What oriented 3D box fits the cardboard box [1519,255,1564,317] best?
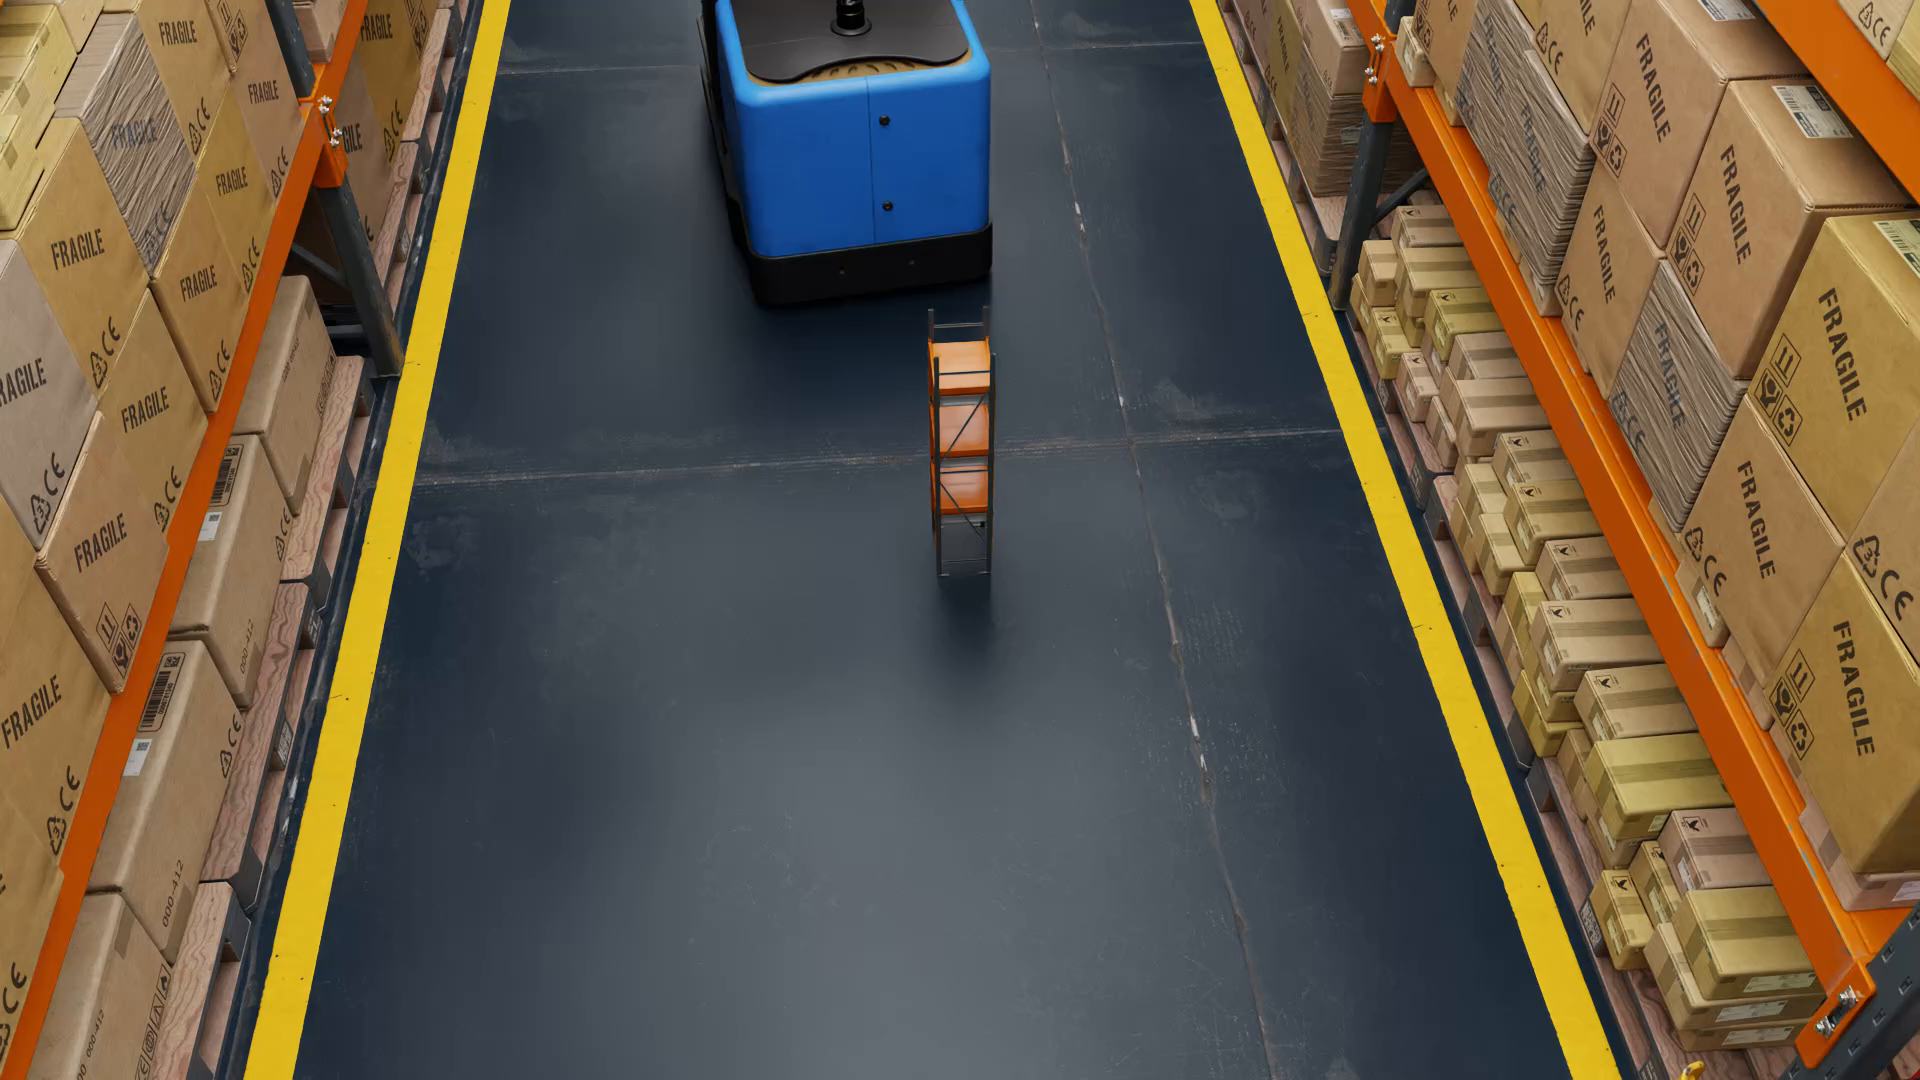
[{"bbox_3d":[1.963,-0.828,5.141,0.380,0.149,0.250,-2,47,-2],"label":"cardboard box"}]

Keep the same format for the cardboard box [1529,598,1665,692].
[{"bbox_3d":[1.997,0.322,5.144,0.380,0.149,0.250,-2,47,-2],"label":"cardboard box"}]

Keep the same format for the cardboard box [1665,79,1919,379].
[{"bbox_3d":[2.061,-0.733,3.916,0.500,0.500,0.500,-1,47,-1],"label":"cardboard box"}]

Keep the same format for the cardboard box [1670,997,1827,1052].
[{"bbox_3d":[2.190,1.273,4.653,0.380,0.149,0.250,-3,47,-3],"label":"cardboard box"}]

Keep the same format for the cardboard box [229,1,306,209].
[{"bbox_3d":[-2.524,-1.429,5.469,0.500,0.500,0.500,-3,47,-3],"label":"cardboard box"}]

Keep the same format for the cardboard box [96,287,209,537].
[{"bbox_3d":[-2.390,-0.315,4.413,0.500,0.500,0.500,-2,47,-2],"label":"cardboard box"}]

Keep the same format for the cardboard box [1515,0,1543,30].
[{"bbox_3d":[1.961,-1.854,4.977,0.500,0.500,0.500,-5,47,-4],"label":"cardboard box"}]

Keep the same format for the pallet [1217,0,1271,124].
[{"bbox_3d":[1.935,-2.578,8.546,1.003,0.211,1.213,-3,47,-3],"label":"pallet"}]

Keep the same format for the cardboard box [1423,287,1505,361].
[{"bbox_3d":[1.964,-0.813,6.218,0.380,0.149,0.250,-4,47,-4],"label":"cardboard box"}]

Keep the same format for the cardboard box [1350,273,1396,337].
[{"bbox_3d":[1.818,-0.970,6.777,0.380,0.149,0.250,-5,47,-5],"label":"cardboard box"}]

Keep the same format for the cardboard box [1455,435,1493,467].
[{"bbox_3d":[2.005,-0.326,5.962,0.380,0.149,0.250,-2,47,-1],"label":"cardboard box"}]

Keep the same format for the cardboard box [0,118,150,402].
[{"bbox_3d":[-2.382,-0.670,4.061,0.500,0.500,0.500,-3,47,-3],"label":"cardboard box"}]

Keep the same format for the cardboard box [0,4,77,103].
[{"bbox_3d":[-2.430,-1.184,4.101,0.380,0.149,0.250,-4,47,-4],"label":"cardboard box"}]

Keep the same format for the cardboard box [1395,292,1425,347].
[{"bbox_3d":[1.929,-0.896,6.502,0.380,0.149,0.250,-3,47,-3],"label":"cardboard box"}]

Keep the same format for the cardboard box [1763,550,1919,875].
[{"bbox_3d":[2.148,0.359,3.570,0.500,0.500,0.500,-3,47,-2],"label":"cardboard box"}]

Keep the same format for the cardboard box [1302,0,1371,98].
[{"bbox_3d":[1.793,-2.155,7.141,0.500,0.250,0.500,-5,47,-4],"label":"cardboard box"}]

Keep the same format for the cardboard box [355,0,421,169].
[{"bbox_3d":[-3.032,-2.225,7.466,0.875,0.875,0.875,-2,47,-2],"label":"cardboard box"}]

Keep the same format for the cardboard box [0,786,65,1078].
[{"bbox_3d":[-2.236,0.780,3.376,0.500,0.500,0.500,-4,47,-4],"label":"cardboard box"}]

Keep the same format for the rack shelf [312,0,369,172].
[{"bbox_3d":[-2.984,-2.914,7.440,1.077,0.370,4.000,-3,47,-3],"label":"rack shelf"}]

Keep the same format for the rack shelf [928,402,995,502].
[{"bbox_3d":[0.004,-0.315,5.840,0.215,0.259,0.240,-3,47,-3],"label":"rack shelf"}]

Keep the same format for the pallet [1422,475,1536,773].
[{"bbox_3d":[2.304,0.239,5.879,1.003,0.211,1.213,-3,47,-3],"label":"pallet"}]

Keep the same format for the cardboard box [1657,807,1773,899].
[{"bbox_3d":[2.181,0.884,4.612,0.380,0.149,0.250,-3,47,-3],"label":"cardboard box"}]

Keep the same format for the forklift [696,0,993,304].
[{"bbox_3d":[-0.673,-3.104,7.171,1.130,2.935,3.031,-9,47,-8],"label":"forklift"}]

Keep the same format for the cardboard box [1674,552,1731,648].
[{"bbox_3d":[2.069,0.127,4.237,0.380,0.149,0.250,-2,47,-2],"label":"cardboard box"}]

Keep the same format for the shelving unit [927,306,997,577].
[{"bbox_3d":[0.004,-0.322,5.832,0.215,1.050,0.252,-3,47,-3],"label":"shelving unit"}]

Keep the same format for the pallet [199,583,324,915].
[{"bbox_3d":[-2.726,0.684,5.457,1.003,0.211,1.213,-3,47,-3],"label":"pallet"}]

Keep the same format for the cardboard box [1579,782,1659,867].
[{"bbox_3d":[2.068,0.799,4.897,0.380,0.149,0.250,-5,47,-5],"label":"cardboard box"}]

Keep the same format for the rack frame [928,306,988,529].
[{"bbox_3d":[-0.006,-0.411,5.916,0.200,1.050,0.008,-3,47,-3],"label":"rack frame"}]

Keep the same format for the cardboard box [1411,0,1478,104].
[{"bbox_3d":[1.898,-1.852,5.664,0.500,0.500,0.500,-4,47,-4],"label":"cardboard box"}]

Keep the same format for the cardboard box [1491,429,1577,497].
[{"bbox_3d":[2.053,-0.244,5.680,0.380,0.149,0.250,-5,47,-5],"label":"cardboard box"}]

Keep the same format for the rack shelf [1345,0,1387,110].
[{"bbox_3d":[1.940,-3.288,7.794,1.077,0.370,4.000,-3,47,-3],"label":"rack shelf"}]

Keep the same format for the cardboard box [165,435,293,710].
[{"bbox_3d":[-2.796,0.130,5.536,0.875,0.438,0.875,-5,47,-4],"label":"cardboard box"}]

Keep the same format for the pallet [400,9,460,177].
[{"bbox_3d":[-3.062,-2.194,8.183,1.003,0.211,1.213,-3,47,-3],"label":"pallet"}]

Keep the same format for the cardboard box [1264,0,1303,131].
[{"bbox_3d":[1.752,-2.265,7.761,0.500,0.500,0.500,-4,47,-4],"label":"cardboard box"}]

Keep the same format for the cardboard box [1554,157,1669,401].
[{"bbox_3d":[2.026,-0.741,4.612,0.500,0.500,0.500,-1,47,-1],"label":"cardboard box"}]

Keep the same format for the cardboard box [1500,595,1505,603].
[{"bbox_3d":[2.065,0.152,5.715,0.380,0.149,0.250,-2,47,-2],"label":"cardboard box"}]

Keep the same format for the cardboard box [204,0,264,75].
[{"bbox_3d":[-2.502,-1.768,5.101,0.500,0.500,0.500,-4,47,-4],"label":"cardboard box"}]

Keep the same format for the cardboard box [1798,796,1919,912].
[{"bbox_3d":[2.133,0.673,3.720,0.380,0.149,0.250,-3,47,-3],"label":"cardboard box"}]

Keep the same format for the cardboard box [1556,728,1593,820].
[{"bbox_3d":[2.098,0.719,5.177,0.380,0.149,0.250,-3,47,-3],"label":"cardboard box"}]

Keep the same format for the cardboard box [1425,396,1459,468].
[{"bbox_3d":[1.983,-0.420,6.256,0.380,0.149,0.250,-4,47,-4],"label":"cardboard box"}]

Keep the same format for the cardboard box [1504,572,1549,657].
[{"bbox_3d":[2.009,0.238,5.428,0.380,0.149,0.250,-1,47,-1],"label":"cardboard box"}]
